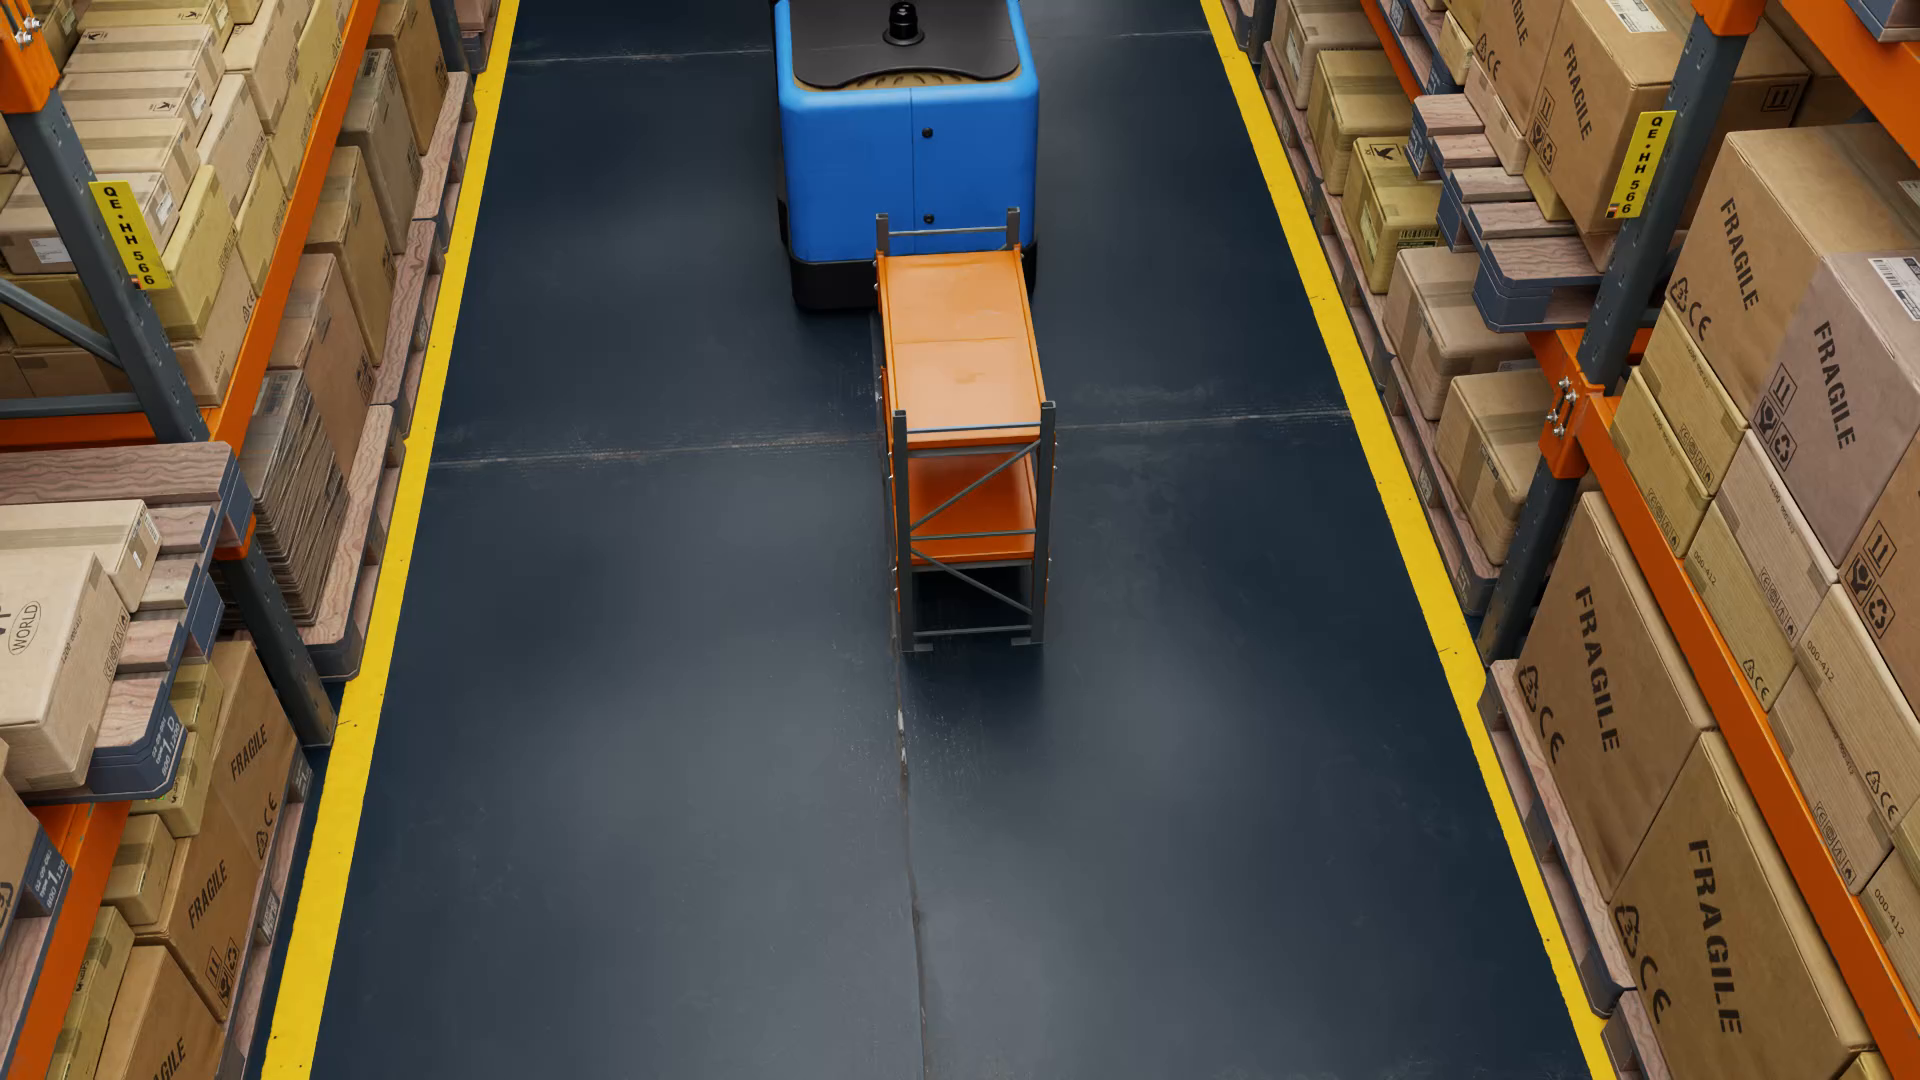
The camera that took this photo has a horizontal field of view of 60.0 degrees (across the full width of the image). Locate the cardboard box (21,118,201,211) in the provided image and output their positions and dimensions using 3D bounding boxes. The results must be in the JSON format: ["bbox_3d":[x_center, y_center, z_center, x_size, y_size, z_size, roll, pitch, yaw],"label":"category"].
[{"bbox_3d":[-2.372,-1.047,4.660,0.380,0.149,0.250,-3,47,-2],"label":"cardboard box"}]

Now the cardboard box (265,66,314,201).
[{"bbox_3d":[-2.496,-1.369,5.584,0.500,0.250,0.500,-5,47,-5],"label":"cardboard box"}]

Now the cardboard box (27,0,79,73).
[{"bbox_3d":[-2.972,-1.569,5.154,0.380,0.149,0.250,-4,47,-4],"label":"cardboard box"}]

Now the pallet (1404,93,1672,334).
[{"bbox_3d":[2.165,-1.095,5.354,1.213,0.211,1.003,-3,47,-3],"label":"pallet"}]

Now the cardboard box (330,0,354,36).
[{"bbox_3d":[-2.588,-2.117,6.292,0.500,0.250,0.500,-3,47,-3],"label":"cardboard box"}]

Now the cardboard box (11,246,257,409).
[{"bbox_3d":[-2.408,-0.632,4.886,0.500,0.250,0.500,-3,47,-3],"label":"cardboard box"}]

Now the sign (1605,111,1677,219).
[{"bbox_3d":[1.791,-0.983,4.372,0.100,0.325,0.005,-3,47,-3],"label":"sign"}]

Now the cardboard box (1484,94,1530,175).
[{"bbox_3d":[1.909,-1.302,5.301,0.380,0.149,0.250,-4,47,-4],"label":"cardboard box"}]

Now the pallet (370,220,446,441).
[{"bbox_3d":[-2.744,-0.868,6.926,1.003,0.211,1.213,-3,47,-3],"label":"pallet"}]

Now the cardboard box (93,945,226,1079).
[{"bbox_3d":[-2.287,1.401,4.289,0.500,0.500,0.500,-2,47,-2],"label":"cardboard box"}]

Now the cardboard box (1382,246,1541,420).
[{"bbox_3d":[2.224,-0.836,6.496,0.950,0.372,0.625,-4,47,-4],"label":"cardboard box"}]

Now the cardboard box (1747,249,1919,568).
[{"bbox_3d":[2.180,-0.301,3.711,0.500,0.500,0.500,-3,47,-3],"label":"cardboard box"}]

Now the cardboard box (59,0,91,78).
[{"bbox_3d":[-3.013,-1.509,5.372,0.500,0.250,0.500,-4,47,-4],"label":"cardboard box"}]

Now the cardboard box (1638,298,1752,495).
[{"bbox_3d":[2.127,-0.391,4.313,0.500,0.250,0.500,-4,47,-4],"label":"cardboard box"}]

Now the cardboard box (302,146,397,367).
[{"bbox_3d":[-2.773,-1.087,6.560,0.875,0.625,0.625,-5,47,-5],"label":"cardboard box"}]

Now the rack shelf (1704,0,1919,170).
[{"bbox_3d":[2.499,0.011,2.603,1.077,0.370,4.000,-3,47,-3],"label":"rack shelf"}]

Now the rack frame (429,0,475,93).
[{"bbox_3d":[-2.950,-3.242,7.254,1.000,3.000,0.127,-3,47,-3],"label":"rack frame"}]

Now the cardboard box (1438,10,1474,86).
[{"bbox_3d":[1.859,-1.683,5.662,0.380,0.149,0.250,-3,47,-3],"label":"cardboard box"}]

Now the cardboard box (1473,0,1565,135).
[{"bbox_3d":[1.962,-1.619,5.154,0.500,0.500,0.500,-4,47,-4],"label":"cardboard box"}]

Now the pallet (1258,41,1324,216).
[{"bbox_3d":[2.063,-2.024,8.022,1.003,0.211,1.213,-3,47,-3],"label":"pallet"}]

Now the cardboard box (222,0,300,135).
[{"bbox_3d":[-2.475,-1.546,5.407,0.500,0.250,0.500,-5,47,-4],"label":"cardboard box"}]

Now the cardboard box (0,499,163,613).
[{"bbox_3d":[-2.177,0.046,4.024,0.380,0.149,0.250,-3,47,-3],"label":"cardboard box"}]

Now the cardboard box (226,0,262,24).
[{"bbox_3d":[-2.466,-1.787,5.361,0.380,0.149,0.250,-3,47,-2],"label":"cardboard box"}]

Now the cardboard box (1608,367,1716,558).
[{"bbox_3d":[2.121,-0.231,4.506,0.500,0.250,0.500,-4,47,-4],"label":"cardboard box"}]

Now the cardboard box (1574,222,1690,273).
[{"bbox_3d":[2.069,-0.933,4.952,0.380,0.149,0.250,-2,47,-2],"label":"cardboard box"}]

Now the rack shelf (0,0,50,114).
[{"bbox_3d":[-2.447,0.315,2.315,1.077,0.370,4.000,-3,47,-3],"label":"rack shelf"}]

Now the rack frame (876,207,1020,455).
[{"bbox_3d":[-0.042,-0.750,6.185,0.500,1.125,0.032,-3,47,-3],"label":"rack frame"}]

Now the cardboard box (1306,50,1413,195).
[{"bbox_3d":[2.106,-1.888,7.493,0.950,0.372,0.625,-1,47,-1],"label":"cardboard box"}]

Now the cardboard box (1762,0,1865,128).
[{"bbox_3d":[2.524,-1.273,4.827,0.500,0.500,0.500,-5,47,-4],"label":"cardboard box"}]

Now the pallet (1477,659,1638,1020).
[{"bbox_3d":[2.322,0.882,5.270,1.003,0.211,1.213,-3,47,-3],"label":"pallet"}]

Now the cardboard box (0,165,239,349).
[{"bbox_3d":[-2.384,-0.806,4.706,0.500,0.250,0.500,-4,47,-3],"label":"cardboard box"}]

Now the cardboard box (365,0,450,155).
[{"bbox_3d":[-2.895,-2.193,7.607,0.875,0.625,0.625,-2,47,-2],"label":"cardboard box"}]

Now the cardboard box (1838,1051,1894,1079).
[{"bbox_3d":[2.451,1.731,3.719,0.875,0.875,0.875,-2,47,-2],"label":"cardboard box"}]

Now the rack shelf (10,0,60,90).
[{"bbox_3d":[-2.782,-2.579,5.056,1.077,0.370,4.000,-3,47,-3],"label":"rack shelf"}]

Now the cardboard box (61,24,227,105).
[{"bbox_3d":[-2.453,-1.420,5.013,0.380,0.149,0.250,-3,47,-3],"label":"cardboard box"}]

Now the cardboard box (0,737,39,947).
[{"bbox_3d":[-2.294,0.642,3.216,0.797,0.503,0.637,-4,47,-4],"label":"cardboard box"}]

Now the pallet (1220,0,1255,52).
[{"bbox_3d":[1.905,-3.071,9.013,1.003,0.211,1.213,-3,47,-3],"label":"pallet"}]

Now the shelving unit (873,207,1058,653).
[{"bbox_3d":[0.001,-0.382,5.837,0.538,1.125,1.048,-3,47,-3],"label":"shelving unit"}]

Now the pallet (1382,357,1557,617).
[{"bbox_3d":[2.267,-0.259,6.350,1.003,0.211,1.213,-3,47,-3],"label":"pallet"}]

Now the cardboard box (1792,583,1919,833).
[{"bbox_3d":[2.199,0.344,3.617,0.500,0.250,0.500,-4,47,-3],"label":"cardboard box"}]

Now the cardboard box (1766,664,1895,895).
[{"bbox_3d":[2.220,0.519,3.796,0.500,0.250,0.500,-2,47,-2],"label":"cardboard box"}]

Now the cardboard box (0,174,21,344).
[{"bbox_3d":[-2.929,-0.776,4.678,0.500,0.250,0.500,-3,47,-2],"label":"cardboard box"}]

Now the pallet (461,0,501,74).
[{"bbox_3d":[-2.974,-2.861,8.814,1.003,0.211,1.213,-3,47,-3],"label":"pallet"}]

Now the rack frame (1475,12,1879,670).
[{"bbox_3d":[2.331,-0.652,4.802,1.000,3.000,0.127,-3,47,-3],"label":"rack frame"}]

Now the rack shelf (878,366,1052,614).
[{"bbox_3d":[0.001,-0.214,6.014,0.538,0.278,1.000,-3,47,-3],"label":"rack shelf"}]

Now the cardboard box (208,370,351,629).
[{"bbox_3d":[-2.653,-0.128,5.651,0.875,0.625,0.625,-2,47,-2],"label":"cardboard box"}]

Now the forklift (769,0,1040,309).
[{"bbox_3d":[-0.337,-3.064,7.133,1.130,2.935,3.031,-4,47,-4],"label":"forklift"}]

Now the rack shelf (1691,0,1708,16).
[{"bbox_3d":[2.164,-2.883,5.344,1.077,0.370,4.000,-3,47,-3],"label":"rack shelf"}]

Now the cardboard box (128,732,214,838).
[{"bbox_3d":[-2.267,0.682,4.524,0.380,0.149,0.250,-6,47,-5],"label":"cardboard box"}]

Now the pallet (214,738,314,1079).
[{"bbox_3d":[-2.590,1.153,5.012,1.003,0.211,1.213,-3,47,-3],"label":"pallet"}]

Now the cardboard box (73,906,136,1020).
[{"bbox_3d":[-2.312,1.069,4.158,0.380,0.149,0.250,-2,47,-2],"label":"cardboard box"}]

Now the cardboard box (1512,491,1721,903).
[{"bbox_3d":[2.306,0.439,4.943,0.875,0.875,0.875,-4,47,-4],"label":"cardboard box"}]

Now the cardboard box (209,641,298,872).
[{"bbox_3d":[-2.365,0.660,4.991,0.500,0.500,0.500,-2,47,-2],"label":"cardboard box"}]
